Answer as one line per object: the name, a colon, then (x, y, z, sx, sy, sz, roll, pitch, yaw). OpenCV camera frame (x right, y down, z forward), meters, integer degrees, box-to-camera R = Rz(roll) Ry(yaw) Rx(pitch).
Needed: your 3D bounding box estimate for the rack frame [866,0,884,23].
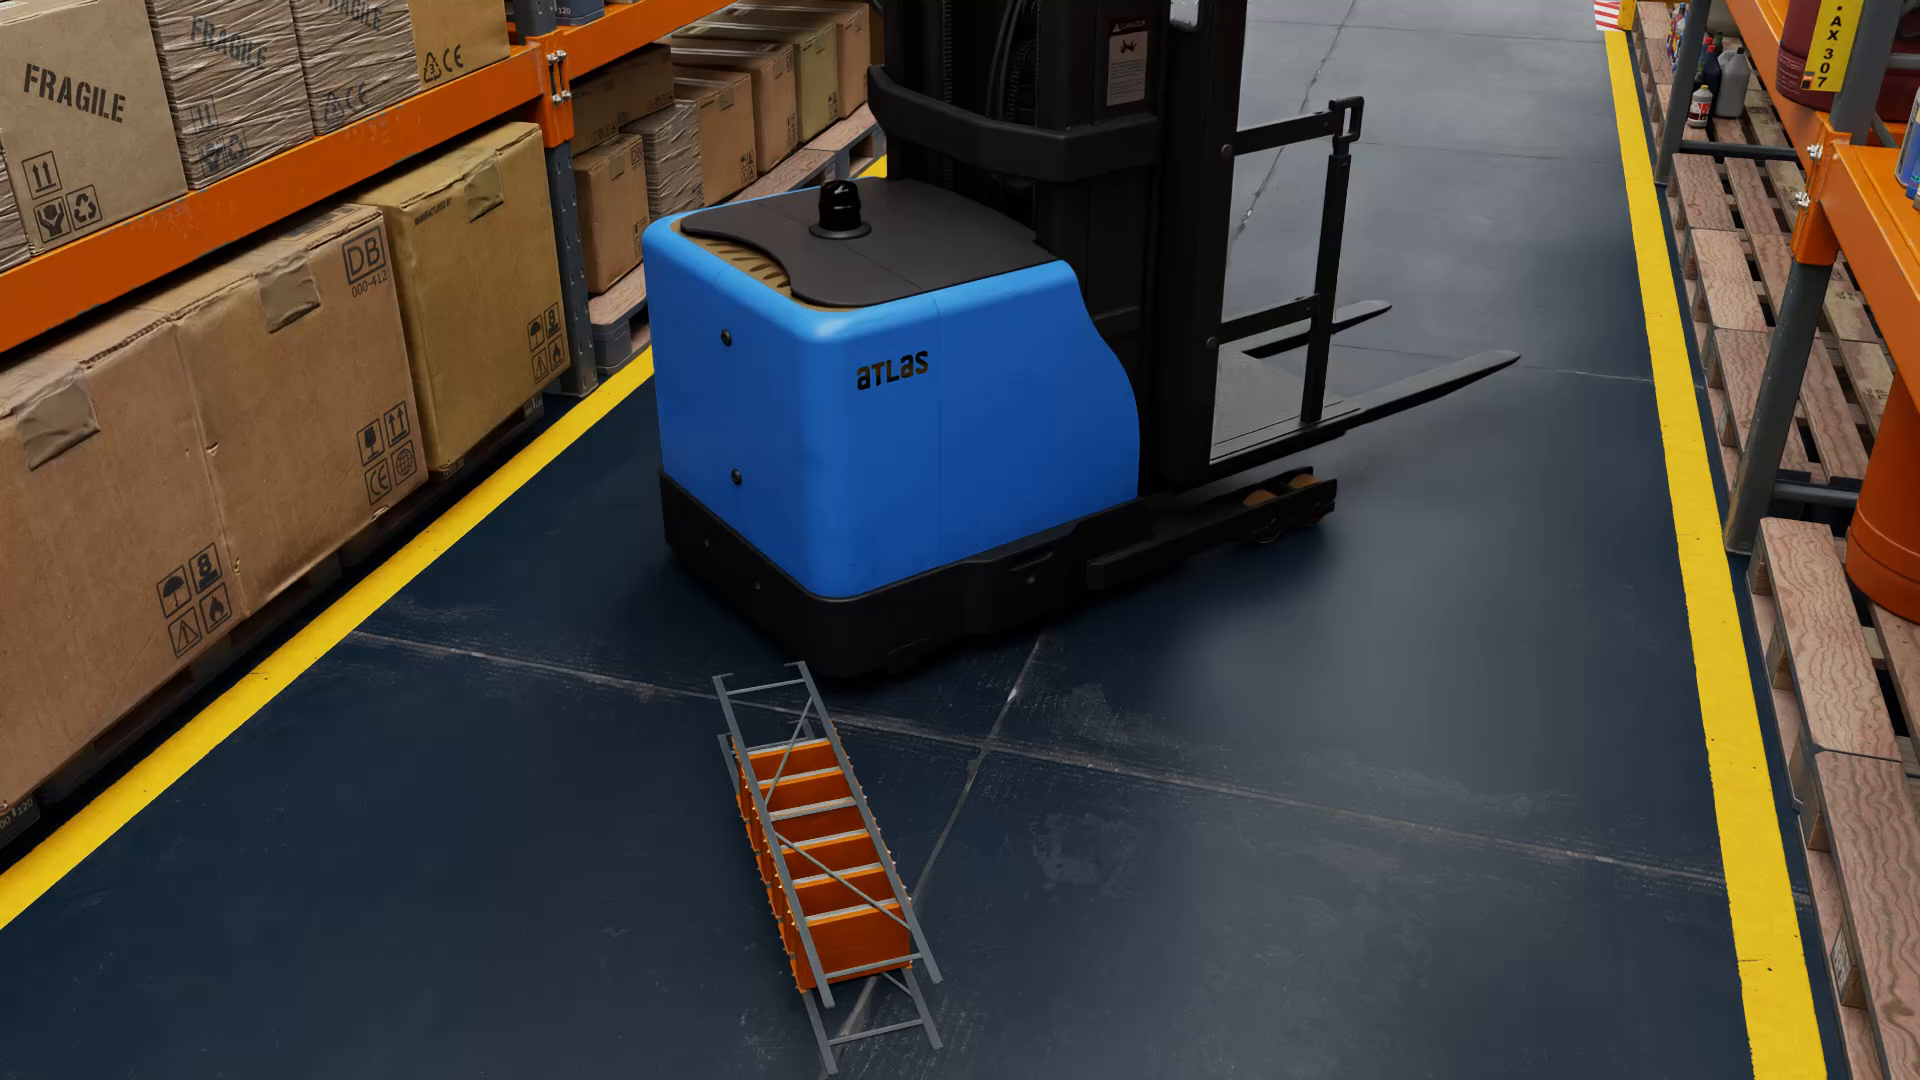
rack frame: (-0.686, -3.788, 8.973, 1.000, 3.000, 0.127, 8, 30, 15)

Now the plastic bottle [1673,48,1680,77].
plastic bottle: (4.173, -2.764, 9.559, 0.097, 0.201, 0.097, 0, 29, 0)

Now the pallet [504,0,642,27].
pallet: (-1.753, -2.191, 6.301, 1.213, 0.211, 1.003, 8, 30, 15)

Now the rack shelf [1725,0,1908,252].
rack shelf: (3.461, -1.837, 6.207, 1.077, 0.370, 4.000, 8, 30, 15)

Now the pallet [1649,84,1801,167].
pallet: (4.285, -2.169, 8.931, 1.003, 0.211, 1.213, 8, 30, 15)

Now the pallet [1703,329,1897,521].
pallet: (3.139, -0.358, 5.676, 1.003, 0.211, 1.213, 8, 30, 15)

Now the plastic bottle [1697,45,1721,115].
plastic bottle: (3.962, -2.456, 8.852, 0.144, 0.351, 0.185, 8, 30, 14)

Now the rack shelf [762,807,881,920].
rack shelf: (-0.309, 0.727, 3.743, 0.258, 0.180, 0.103, -9, 31, -16)

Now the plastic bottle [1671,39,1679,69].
plastic bottle: (4.233, -2.859, 9.730, 0.097, 0.201, 0.097, 0, 29, 0)

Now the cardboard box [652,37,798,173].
cardboard box: (-1.209, -2.126, 8.105, 0.700, 0.500, 0.500, 6, 30, 11)

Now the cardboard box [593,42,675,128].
cardboard box: (-1.546, -1.920, 6.963, 0.500, 0.250, 0.500, 12, 31, 20)

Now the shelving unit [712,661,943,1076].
shelving unit: (-0.332, 0.691, 3.805, 0.258, 0.189, 1.200, -9, 31, -16)

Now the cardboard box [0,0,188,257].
cardboard box: (-2.220, -0.999, 3.857, 0.500, 0.500, 0.500, 9, 30, 16)

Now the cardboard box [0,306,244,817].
cardboard box: (-2.604, -0.041, 3.991, 1.225, 0.875, 0.875, 7, 30, 13)

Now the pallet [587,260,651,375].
pallet: (-1.630, -1.073, 6.962, 1.003, 0.211, 1.213, 8, 30, 15)

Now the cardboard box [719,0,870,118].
cardboard box: (-0.887, -2.605, 8.967, 0.700, 0.500, 0.500, 6, 30, 11)

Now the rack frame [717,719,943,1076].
rack frame: (-0.332, 0.771, 3.850, 0.240, 0.006, 1.200, -9, 31, -16)

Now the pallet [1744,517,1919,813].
pallet: (2.683, 0.369, 4.370, 1.003, 0.211, 1.213, 8, 30, 15)

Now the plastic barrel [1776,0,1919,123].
plastic barrel: (2.721, -1.540, 4.794, 0.600, 0.536, 0.708, 8, 30, 15)

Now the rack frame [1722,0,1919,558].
rack frame: (2.874, -1.222, 4.361, 1.000, 3.000, 0.127, 8, 30, 15)

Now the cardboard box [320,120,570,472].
cardboard box: (-2.083, -0.866, 5.475, 1.225, 0.875, 0.875, 7, 30, 13)

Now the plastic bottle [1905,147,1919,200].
plastic bottle: (2.378, -0.961, 4.024, 0.097, 0.271, 0.097, 0, 29, 0)

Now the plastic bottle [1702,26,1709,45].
plastic bottle: (4.113, -2.695, 9.282, 0.144, 0.351, 0.185, 8, 30, 15)

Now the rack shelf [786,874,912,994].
rack shelf: (-0.235, 0.839, 3.544, 0.258, 0.180, 0.103, -9, 31, -16)

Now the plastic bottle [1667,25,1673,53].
plastic bottle: (4.362, -3.063, 10.097, 0.097, 0.201, 0.097, 0, 29, 0)

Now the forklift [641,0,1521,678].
forklift: (0.591, -1.461, 4.860, 3.031, 2.935, 1.130, -19, 34, -30)

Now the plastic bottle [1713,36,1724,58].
plastic bottle: (4.219, -2.663, 9.293, 0.061, 0.283, 0.133, 8, 30, 15)

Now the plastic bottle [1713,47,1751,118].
plastic bottle: (4.100, -2.435, 8.815, 0.144, 0.351, 0.185, 8, 30, 15)

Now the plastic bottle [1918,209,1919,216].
plastic bottle: (2.298, -0.870, 3.848, 0.061, 0.283, 0.133, 8, 30, 15)

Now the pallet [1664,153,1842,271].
pallet: (3.855, -1.492, 7.715, 1.003, 0.211, 1.213, 8, 30, 15)

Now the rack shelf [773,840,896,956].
rack shelf: (-0.272, 0.783, 3.643, 0.258, 0.180, 0.103, -9, 31, -16)

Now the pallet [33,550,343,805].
pallet: (-2.524, 0.210, 4.654, 1.003, 0.211, 1.213, 8, 30, 15)

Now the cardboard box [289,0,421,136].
cardboard box: (-1.920, -1.477, 4.717, 0.500, 0.500, 0.500, 8, 30, 14)

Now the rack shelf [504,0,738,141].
rack shelf: (-1.273, -2.544, 7.477, 1.077, 0.370, 4.000, 8, 30, 15)

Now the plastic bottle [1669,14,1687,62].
plastic bottle: (4.292, -2.982, 9.880, 0.097, 0.271, 0.097, 0, 29, 0)

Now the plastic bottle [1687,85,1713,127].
plastic bottle: (3.857, -2.263, 8.659, 0.097, 0.201, 0.097, 0, 29, 0)

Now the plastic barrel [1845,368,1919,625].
plastic barrel: (2.747, -0.227, 4.374, 0.600, 0.830, 0.708, 8, 30, 15)

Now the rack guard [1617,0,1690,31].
rack guard: (5.245, -3.805, 11.577, 1.175, 0.500, 0.348, 8, 30, 15)

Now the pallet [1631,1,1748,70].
pallet: (5.002, -3.302, 10.969, 1.003, 0.211, 1.213, 8, 30, 15)

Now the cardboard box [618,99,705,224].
cardboard box: (-1.532, -1.603, 7.164, 0.700, 0.500, 0.500, 6, 30, 11)
